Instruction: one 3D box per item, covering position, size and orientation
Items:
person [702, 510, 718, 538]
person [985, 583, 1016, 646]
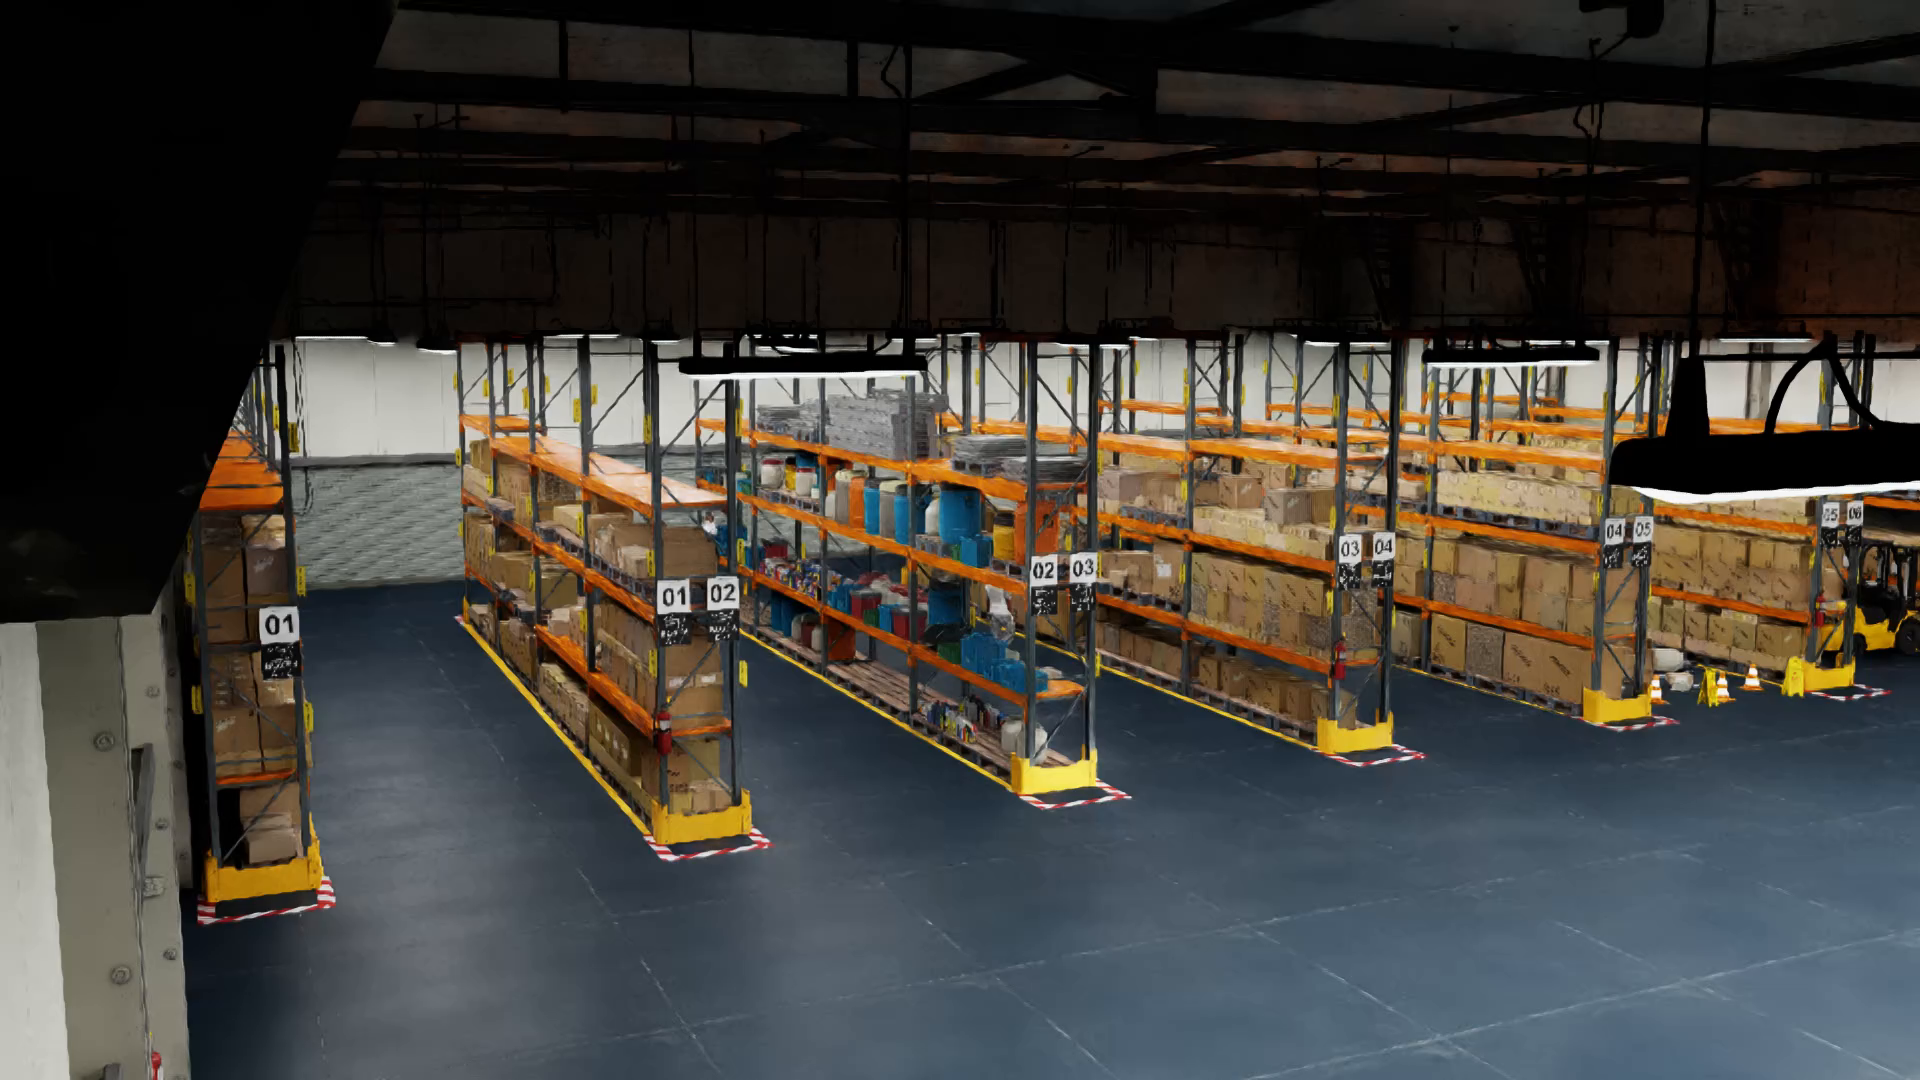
[{"bbox_3d":[-6.035,0.170,39.356,0.537,1.745,0.741,3,8,21],"label":"person"},{"bbox_3d":[0.723,1.354,30.405,0.600,1.780,0.431,6,10,36],"label":"person"}]
